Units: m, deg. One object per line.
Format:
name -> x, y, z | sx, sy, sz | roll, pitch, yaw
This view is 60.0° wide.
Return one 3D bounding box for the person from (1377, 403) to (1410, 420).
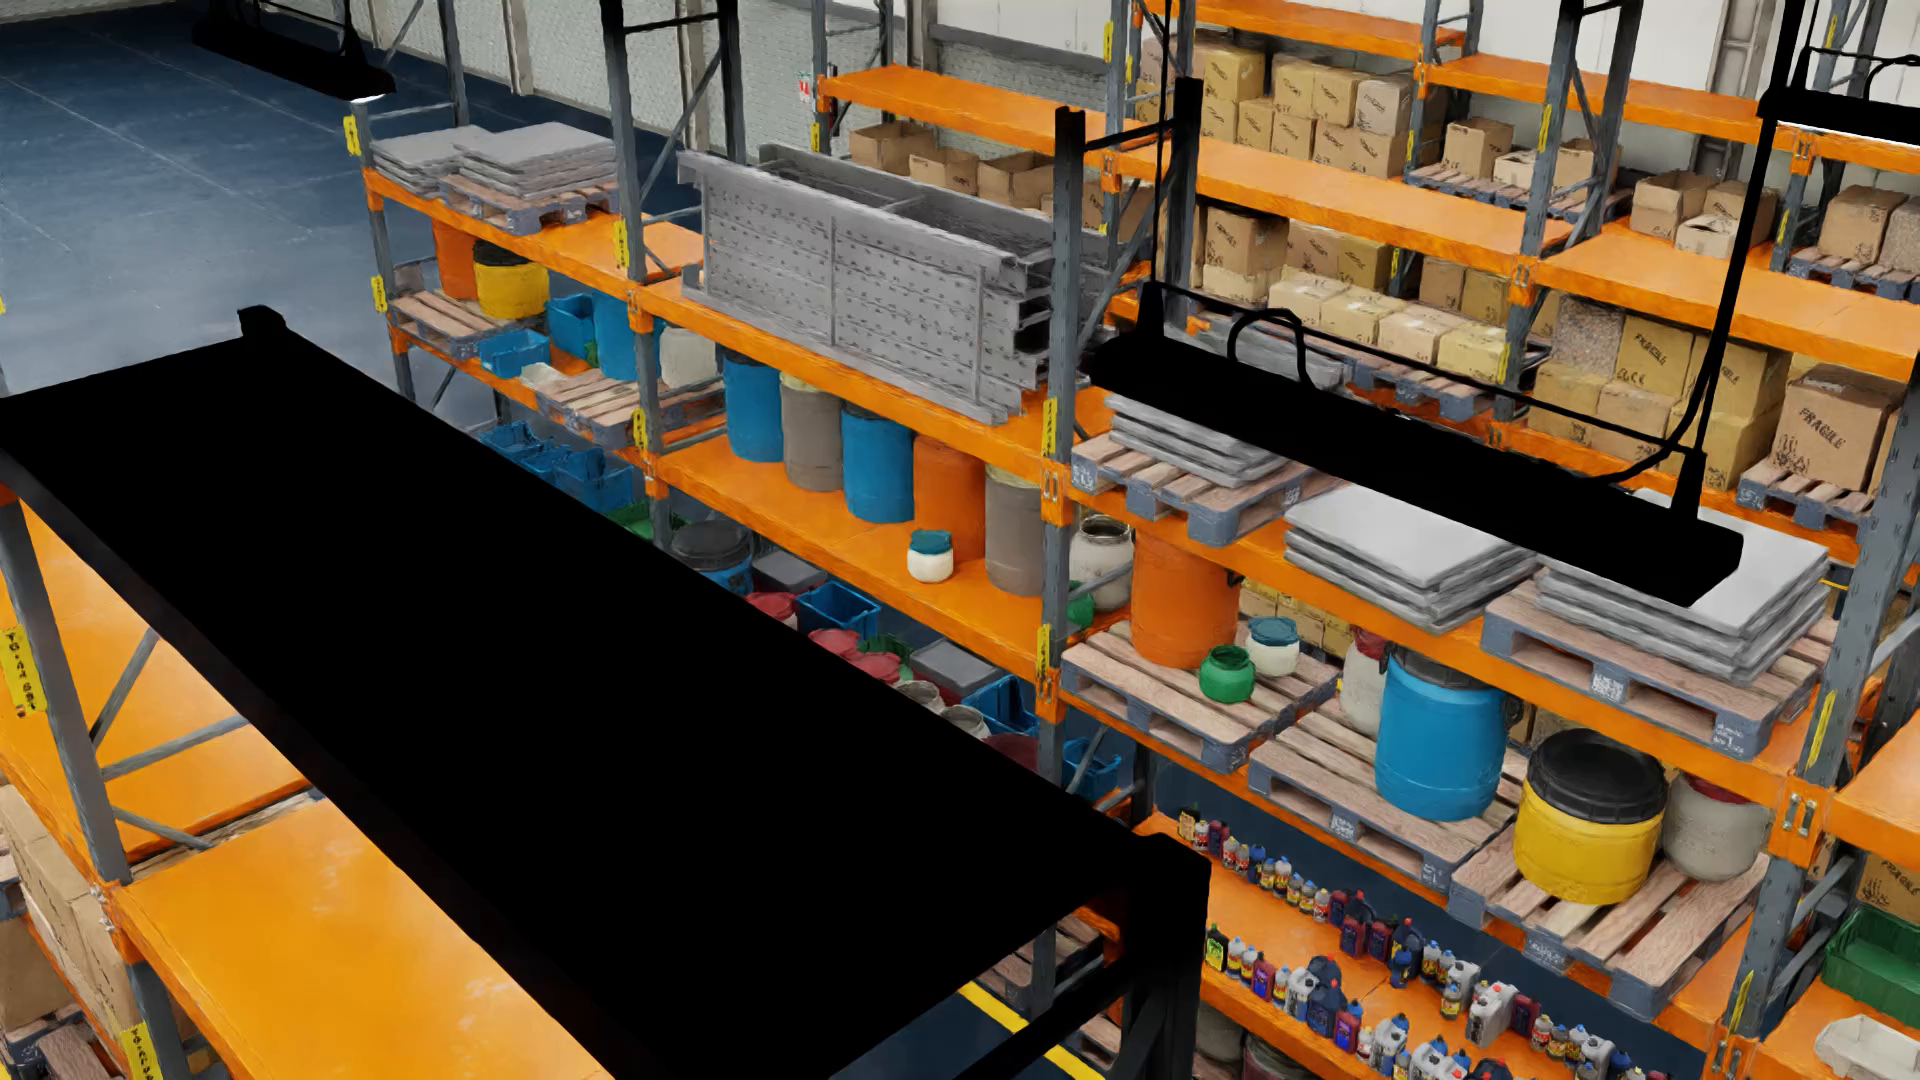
person -> 4.268, -0.692, 16.443 | 0.512, 1.632, 0.639 | 24, 37, 38
